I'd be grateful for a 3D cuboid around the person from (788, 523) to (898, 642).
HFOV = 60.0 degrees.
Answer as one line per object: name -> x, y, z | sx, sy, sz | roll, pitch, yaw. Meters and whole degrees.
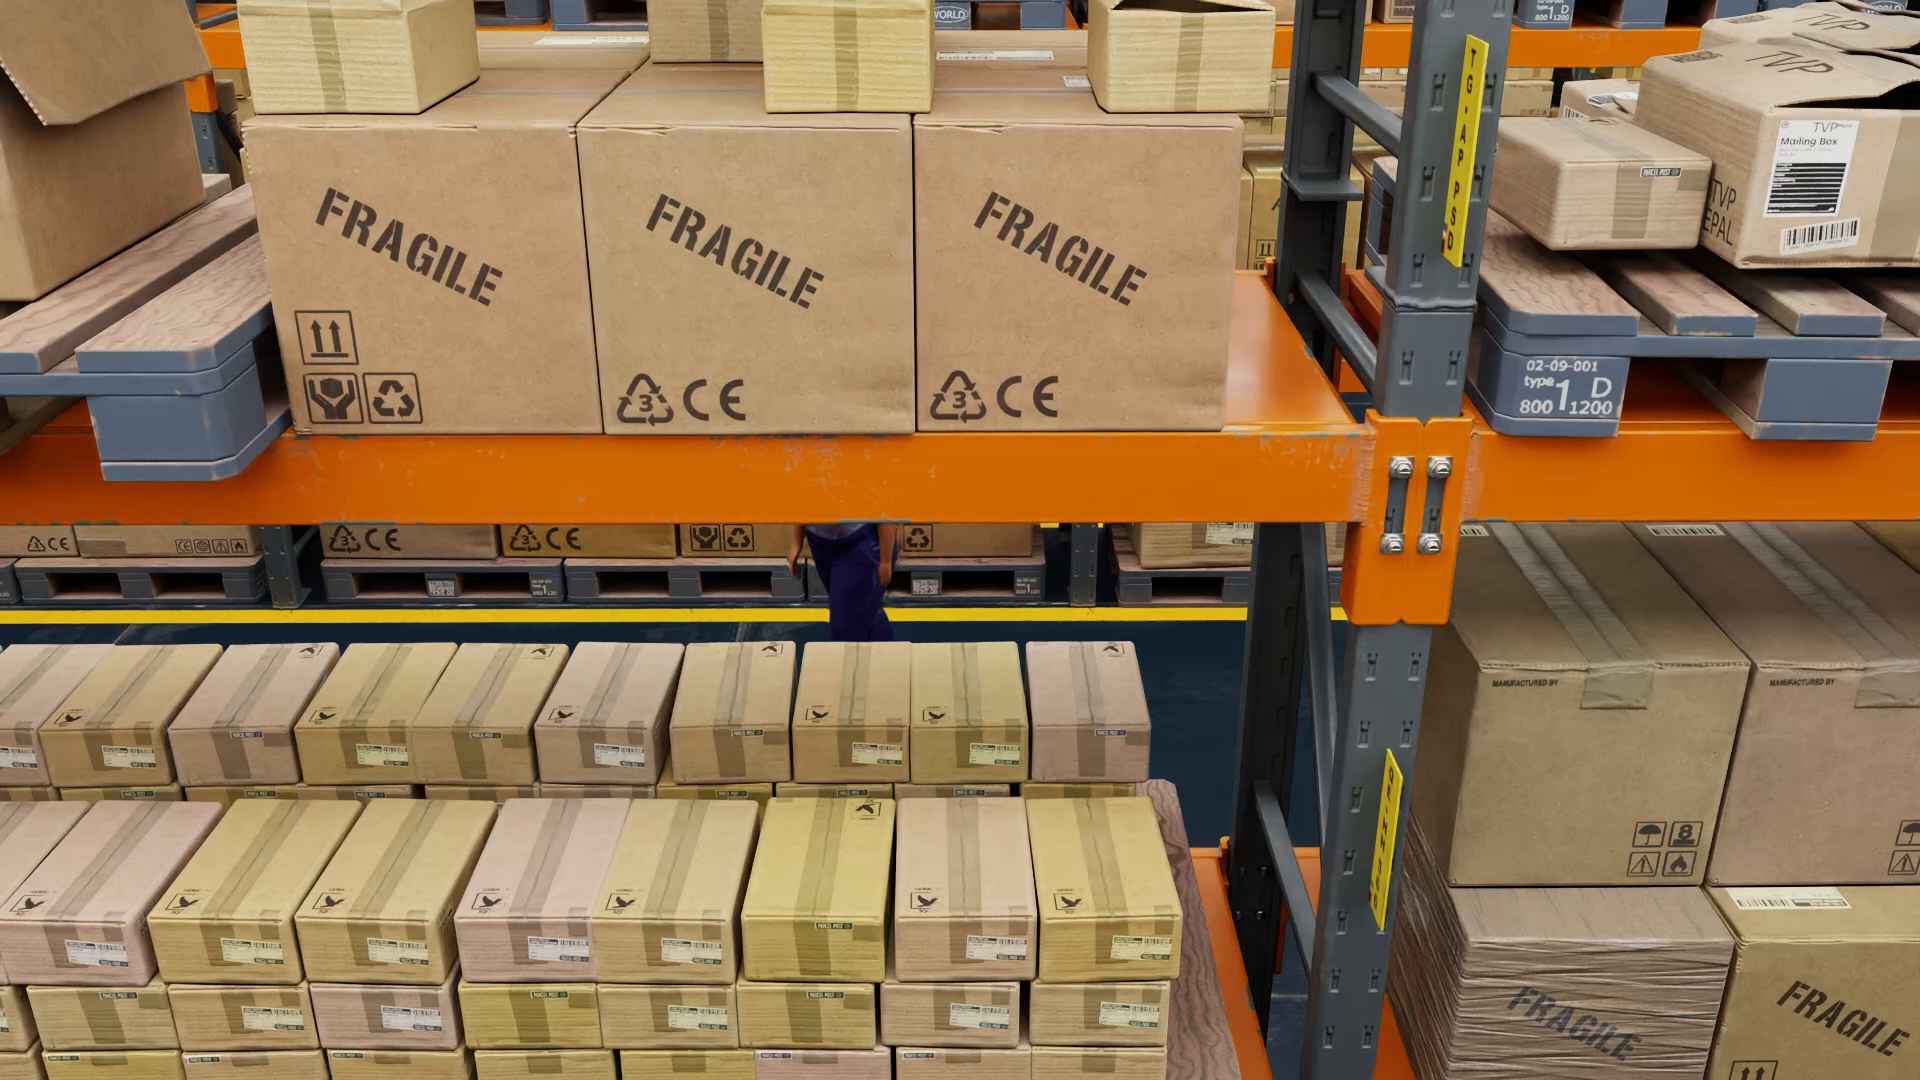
person -> -0.474, 0.067, 7.009 | 0.646, 1.684, 0.494 | -19, 30, -36
